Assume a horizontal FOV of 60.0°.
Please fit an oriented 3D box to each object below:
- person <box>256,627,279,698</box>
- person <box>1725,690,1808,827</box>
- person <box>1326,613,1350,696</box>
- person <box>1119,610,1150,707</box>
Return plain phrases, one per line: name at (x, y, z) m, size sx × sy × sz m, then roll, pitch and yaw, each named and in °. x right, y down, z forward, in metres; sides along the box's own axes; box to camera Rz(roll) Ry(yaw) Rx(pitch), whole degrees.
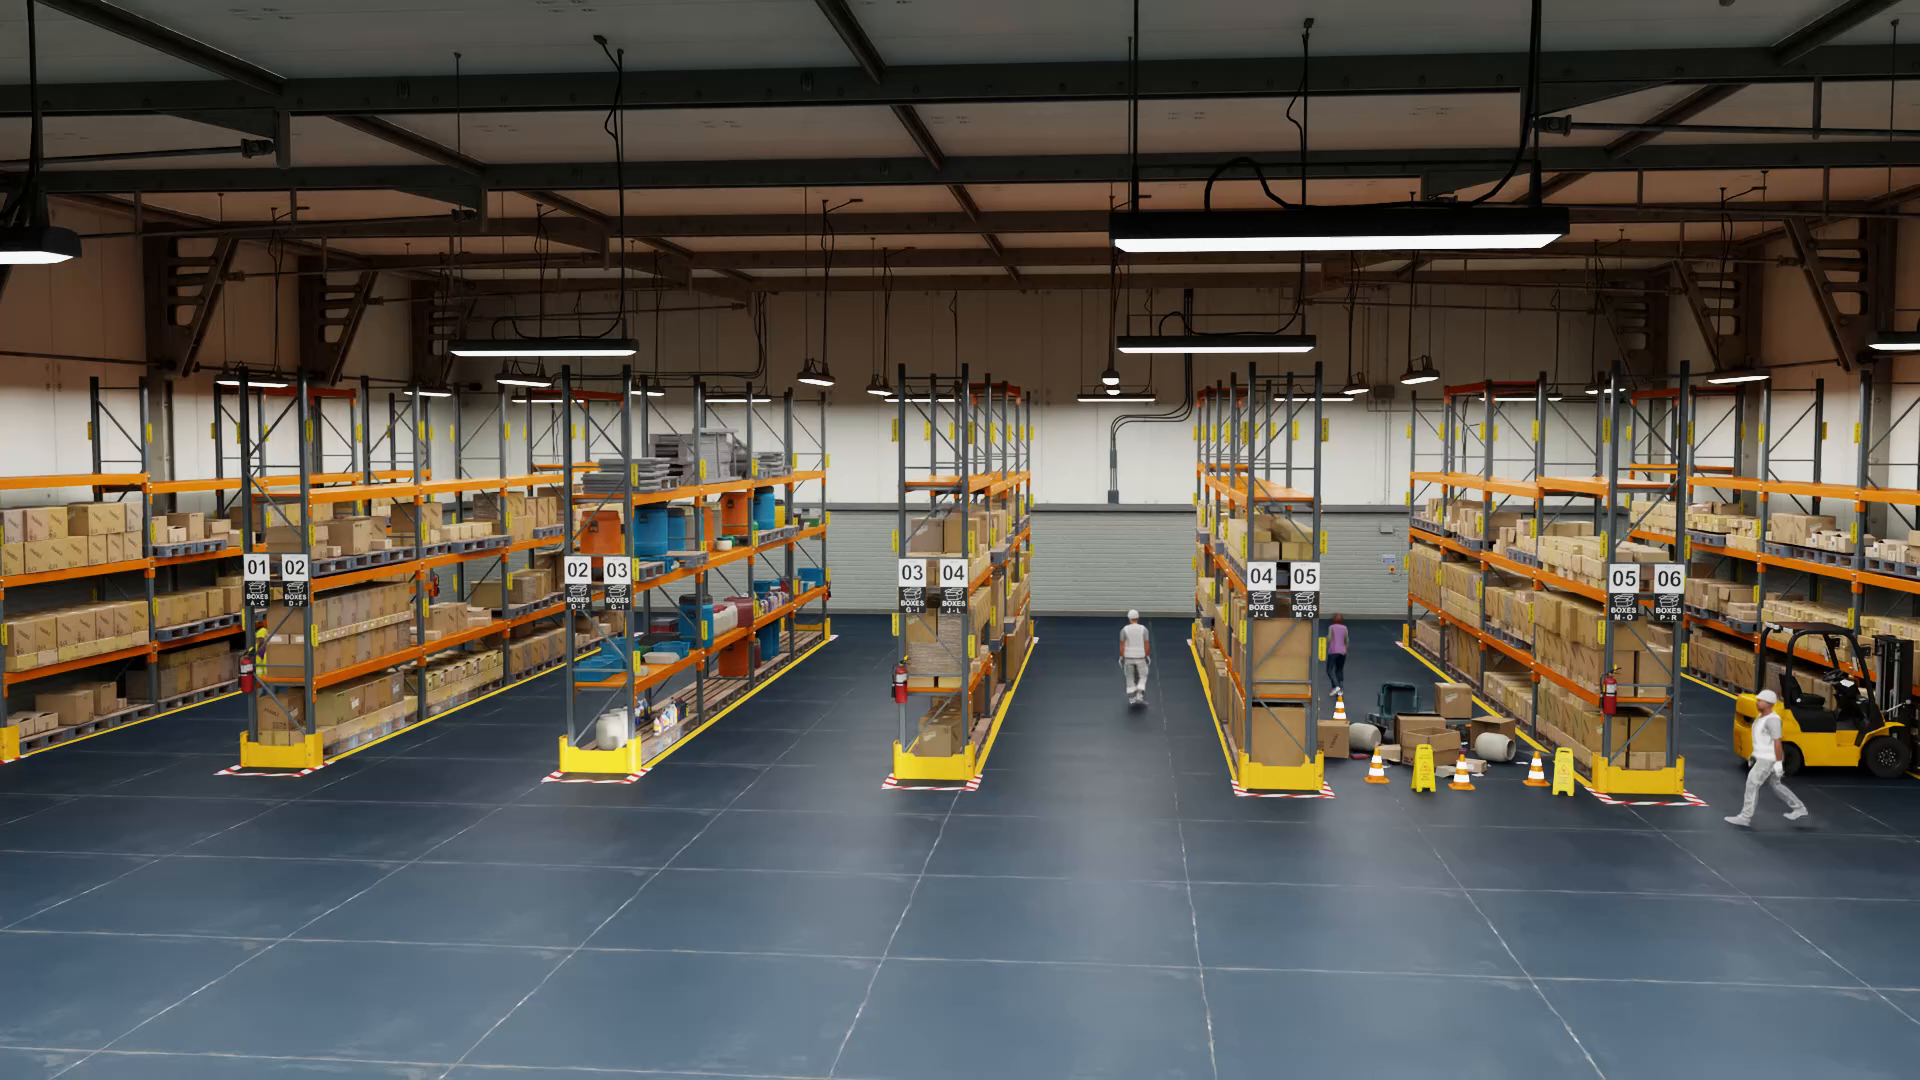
person at (-11.723, 2.332, 28.151) m, size 0.658 × 1.745 × 0.655 m, roll 0°, pitch 4°, yaw -4°
person at (10.281, 2.771, 21.144) m, size 1.065 × 1.745 × 0.558 m, roll 0°, pitch 4°, yaw 8°
person at (7.219, 2.187, 31.698) m, size 0.483 × 1.578 × 0.538 m, roll -1°, pitch 4°, yaw -11°
person at (3.193, 2.168, 30.387) m, size 0.573 × 1.783 × 0.553 m, roll 0°, pitch 4°, yaw 6°
